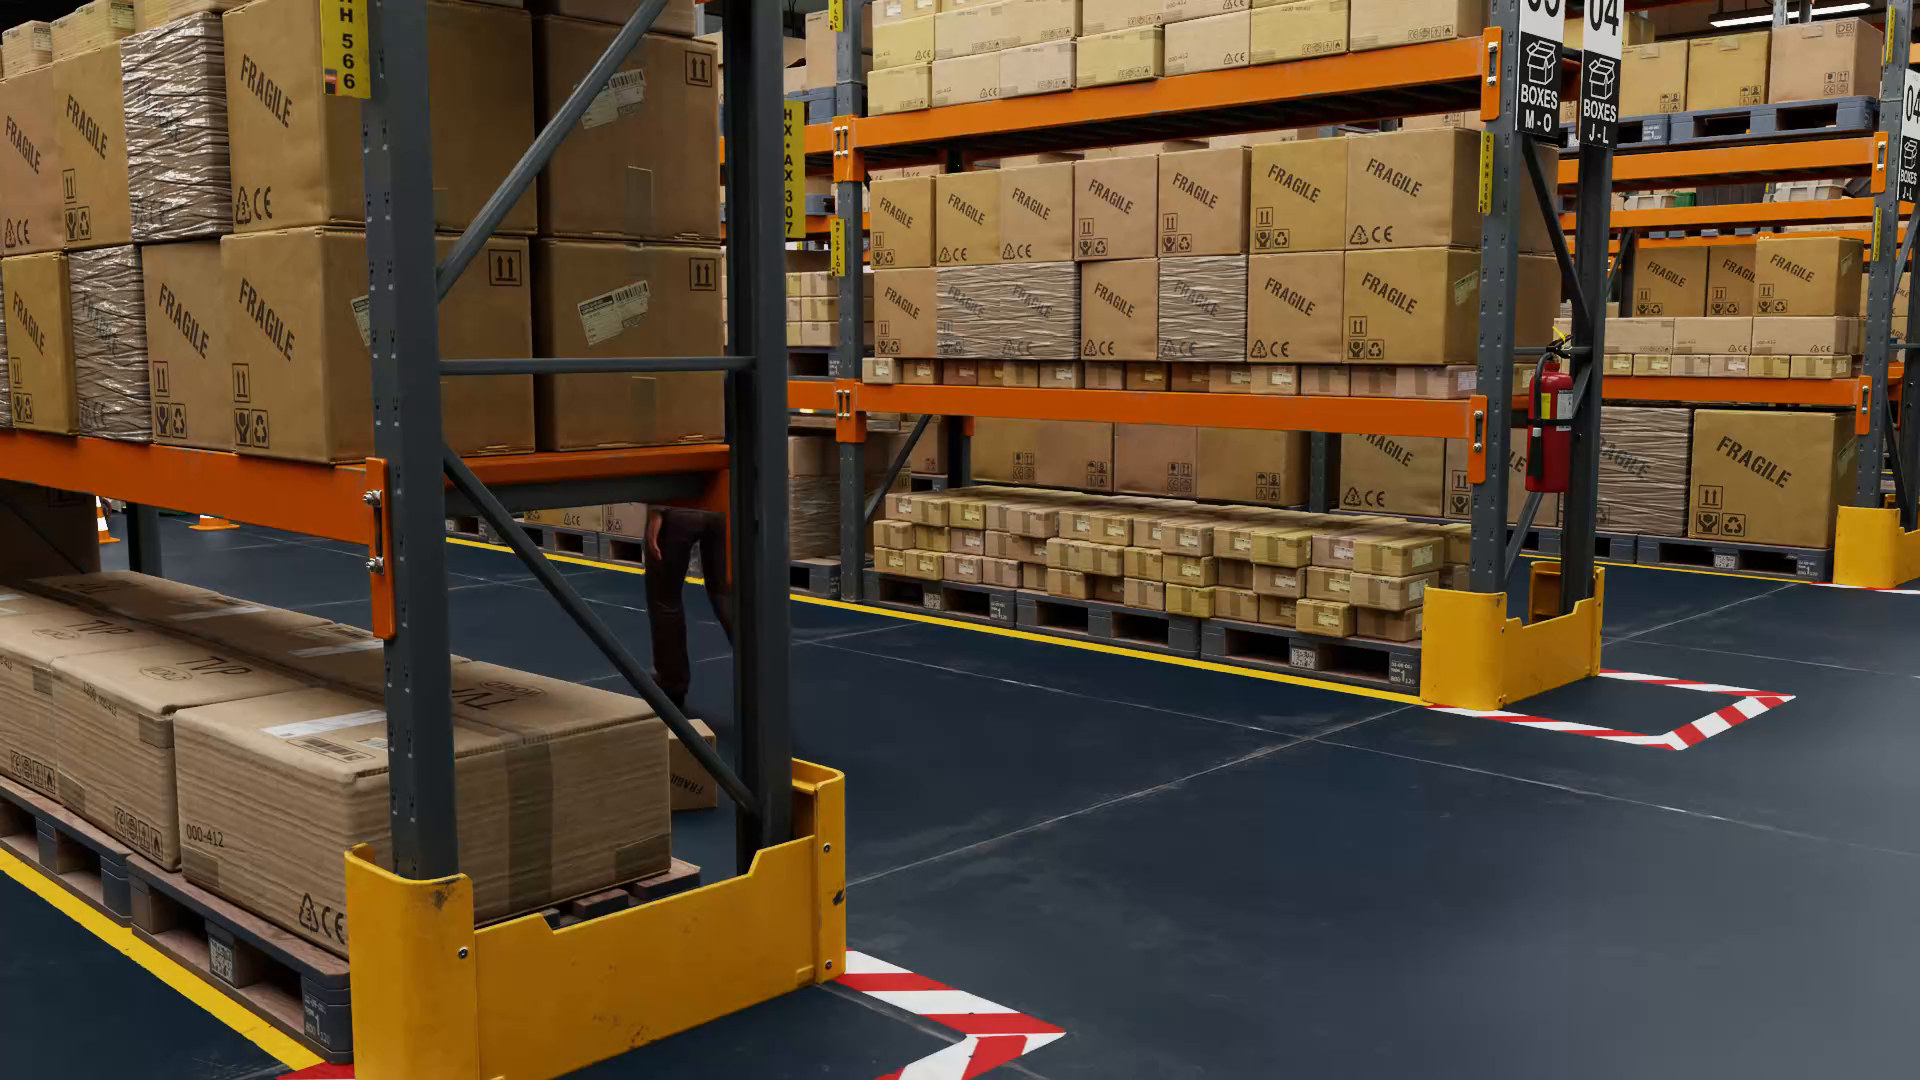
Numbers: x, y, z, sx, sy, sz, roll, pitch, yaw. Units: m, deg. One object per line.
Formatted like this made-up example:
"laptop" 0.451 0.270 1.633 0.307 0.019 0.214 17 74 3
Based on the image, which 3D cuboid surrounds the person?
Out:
"person" -1.043 -0.116 6.817 0.552 1.690 0.951 -5 8 -33
